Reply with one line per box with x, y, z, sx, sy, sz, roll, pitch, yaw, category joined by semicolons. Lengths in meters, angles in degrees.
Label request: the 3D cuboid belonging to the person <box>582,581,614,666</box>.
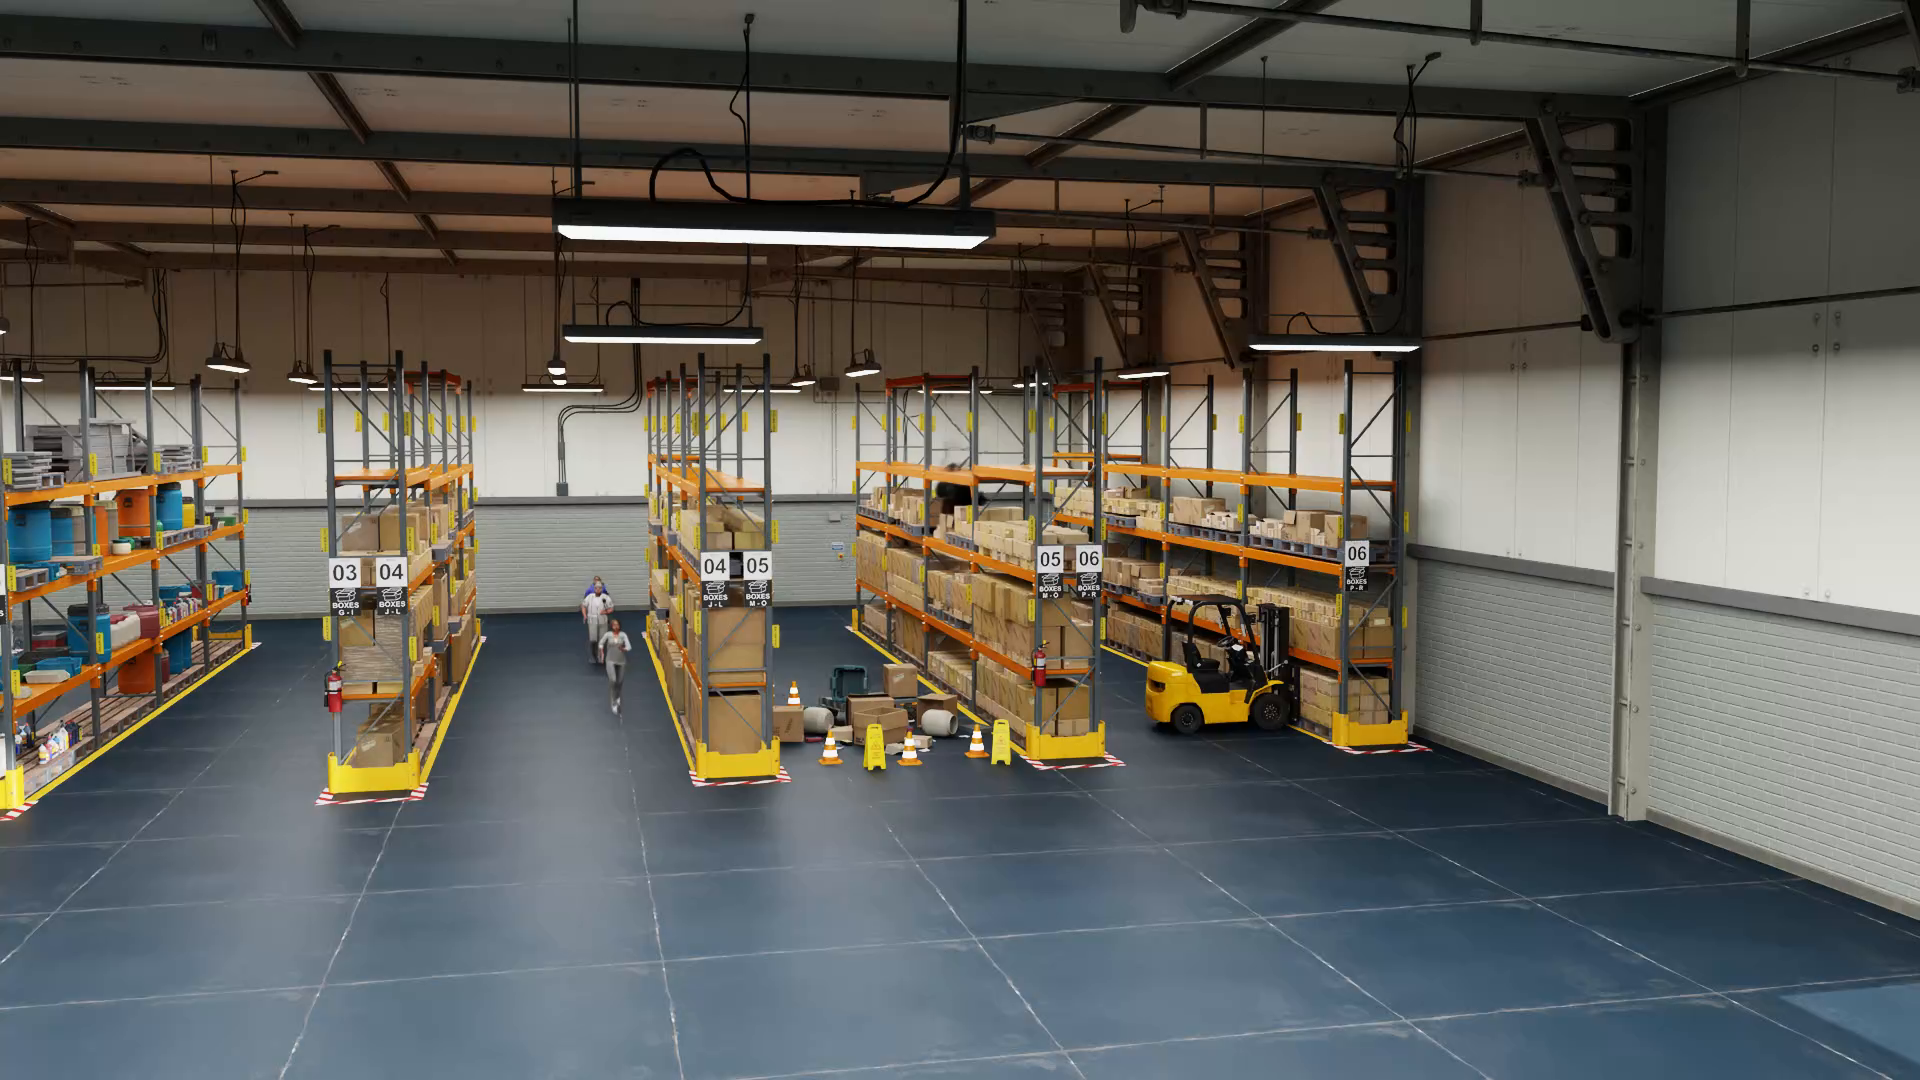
-7.501;1.726;34.468;0.645;1.774;0.675;-1;4;-15;person

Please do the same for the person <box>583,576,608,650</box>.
-8.129;1.618;37.215;0.578;1.632;0.732;-1;4;-17;person

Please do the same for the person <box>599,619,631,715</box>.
-5.994;2.176;28.940;0.517;1.630;0.784;-2;4;-21;person
